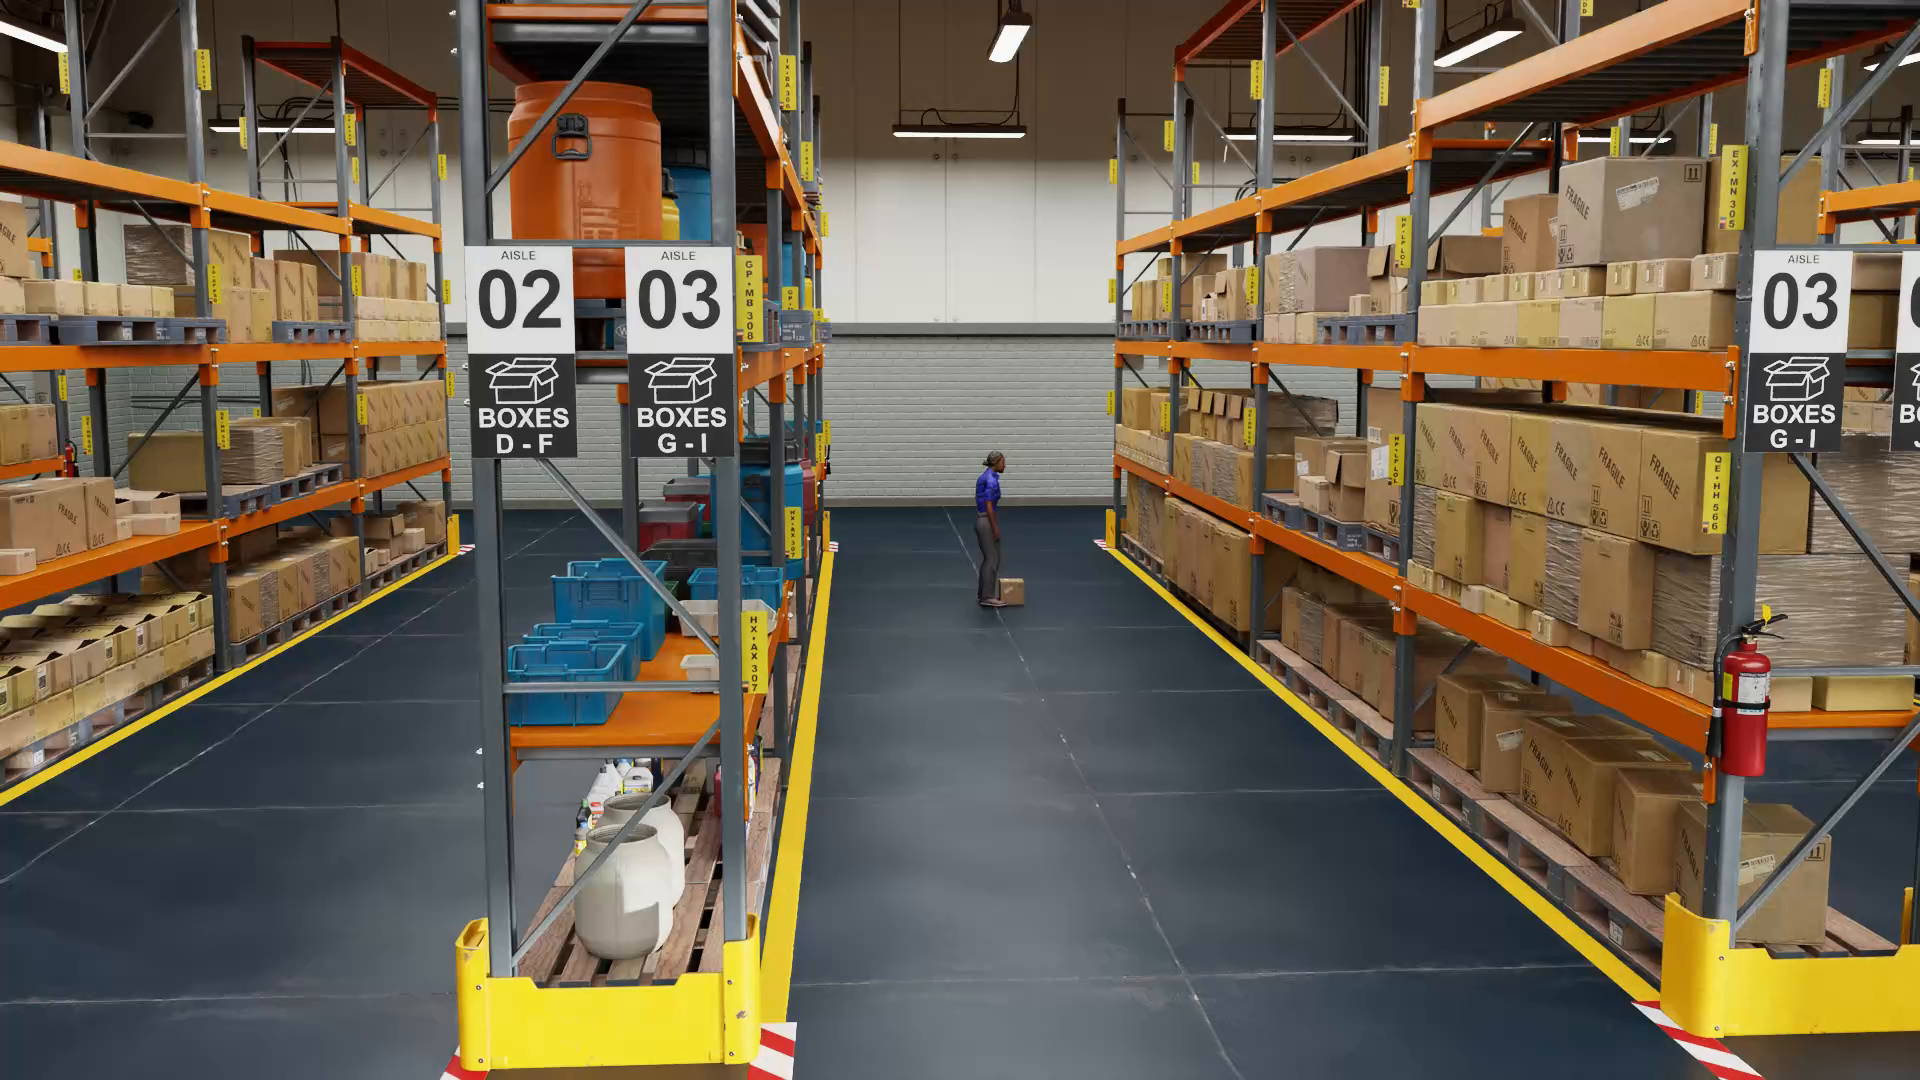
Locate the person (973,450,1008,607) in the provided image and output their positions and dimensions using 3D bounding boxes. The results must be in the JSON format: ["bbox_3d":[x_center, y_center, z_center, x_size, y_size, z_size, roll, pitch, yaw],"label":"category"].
[{"bbox_3d":[0.326,-0.135,17.874,0.346,1.656,0.529,-1,7,-6],"label":"person"}]
